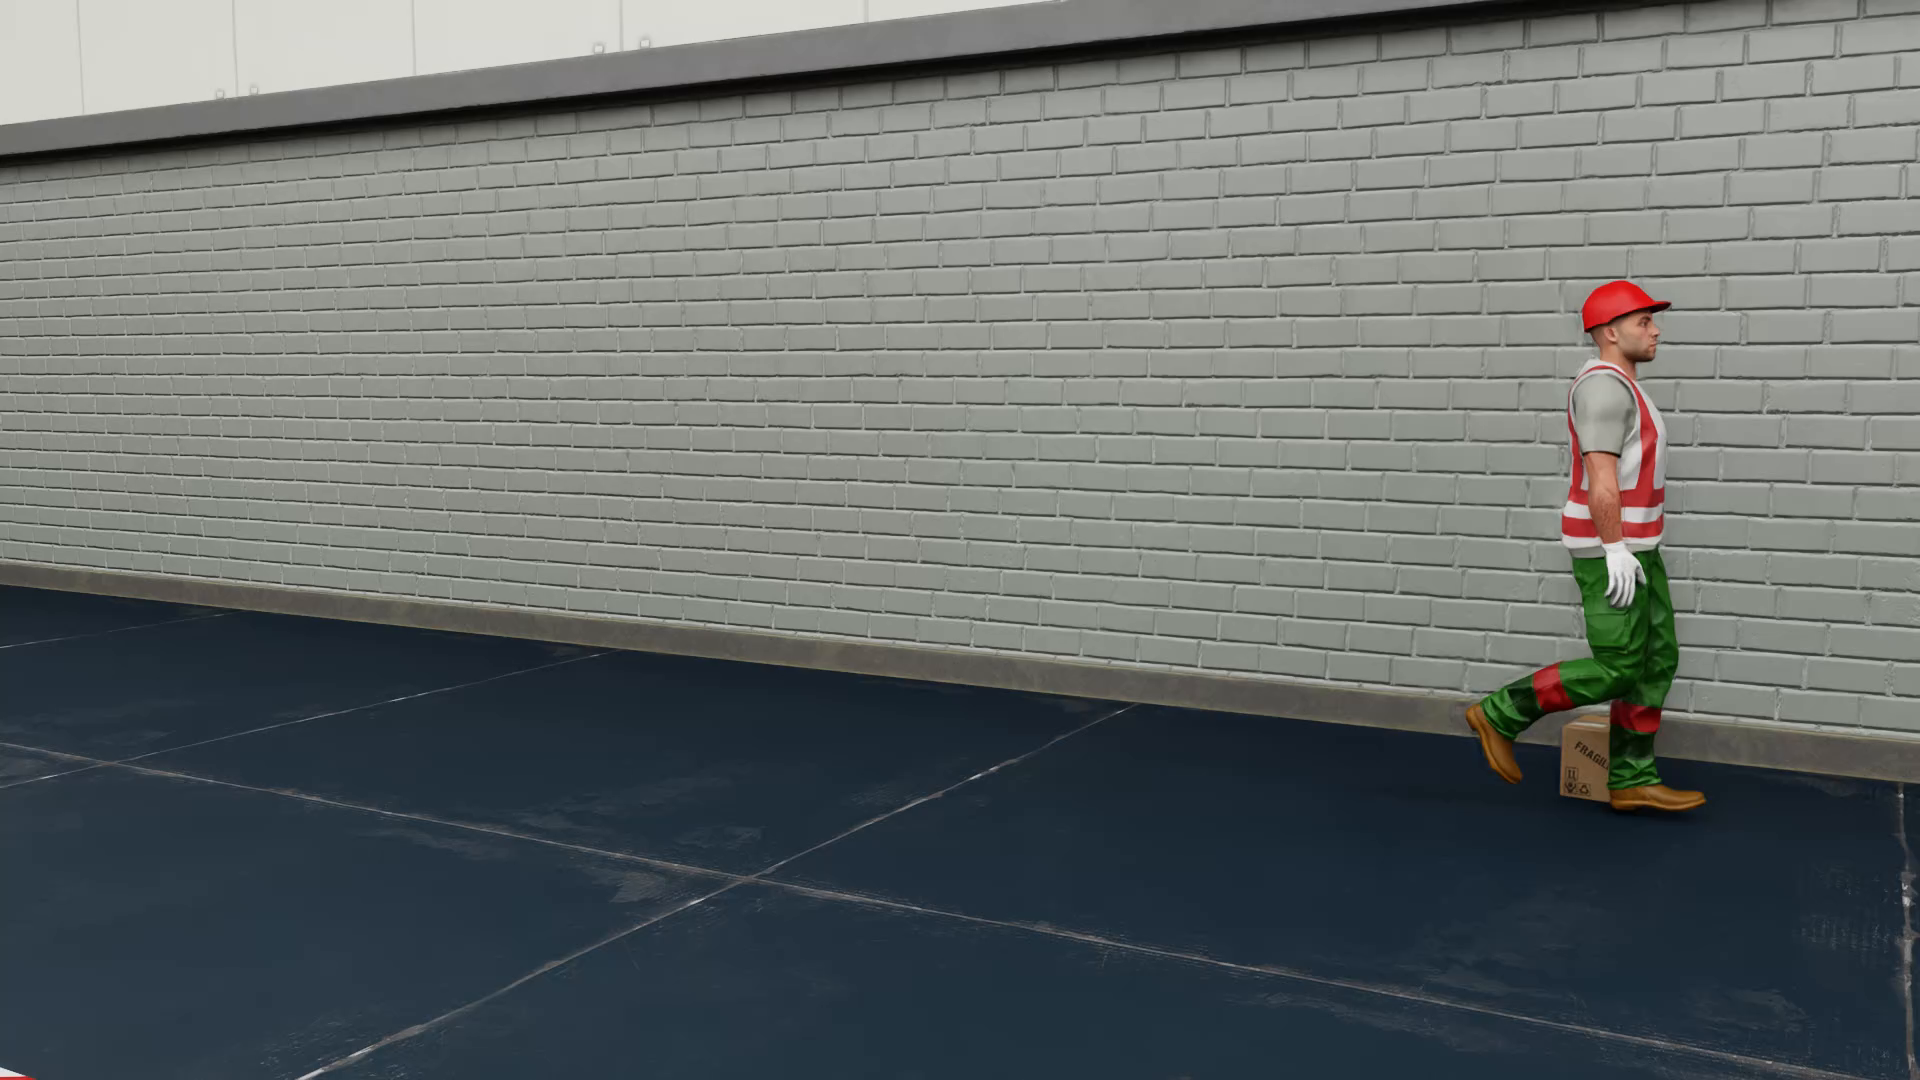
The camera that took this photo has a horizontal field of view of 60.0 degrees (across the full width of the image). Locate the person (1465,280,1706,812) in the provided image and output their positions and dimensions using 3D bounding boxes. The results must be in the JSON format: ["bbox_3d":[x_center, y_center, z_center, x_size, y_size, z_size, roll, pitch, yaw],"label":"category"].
[{"bbox_3d":[2.119,0.025,5.569,0.759,1.769,0.552,3,7,28],"label":"person"}]
